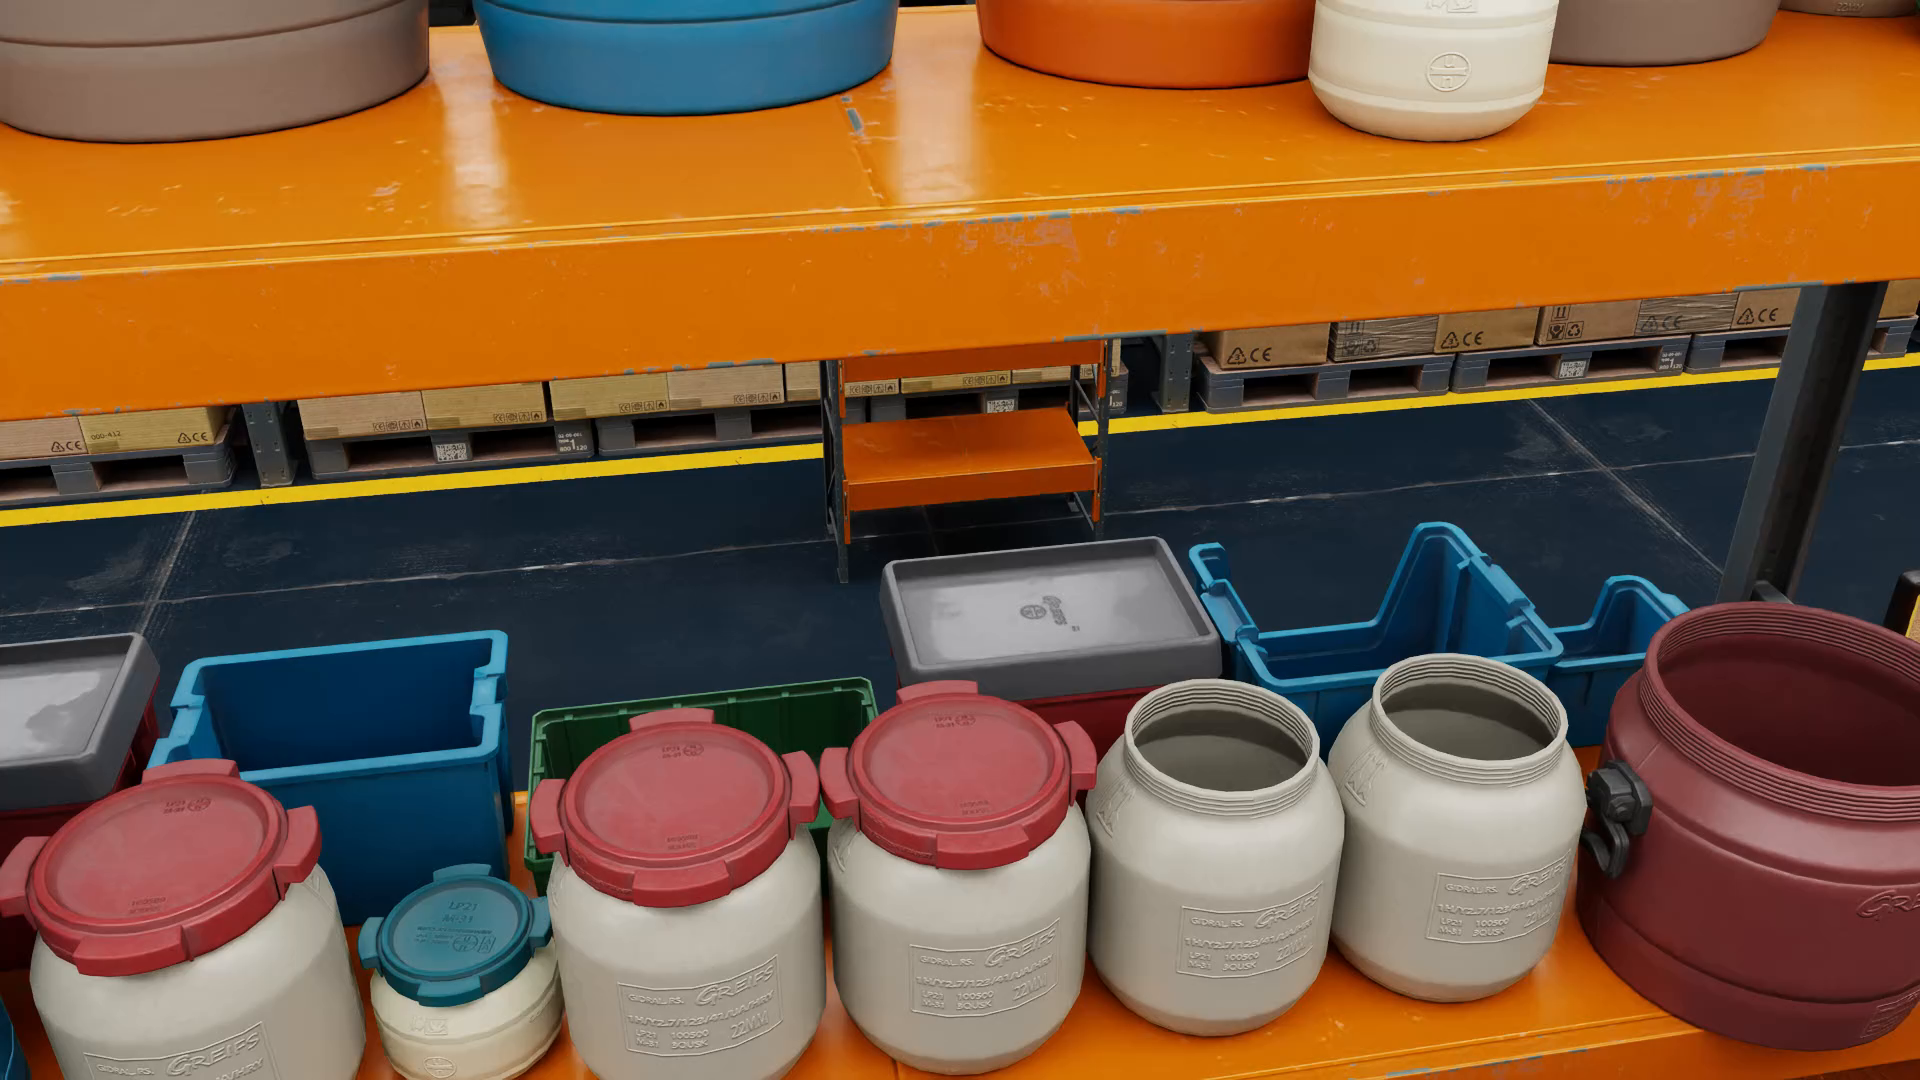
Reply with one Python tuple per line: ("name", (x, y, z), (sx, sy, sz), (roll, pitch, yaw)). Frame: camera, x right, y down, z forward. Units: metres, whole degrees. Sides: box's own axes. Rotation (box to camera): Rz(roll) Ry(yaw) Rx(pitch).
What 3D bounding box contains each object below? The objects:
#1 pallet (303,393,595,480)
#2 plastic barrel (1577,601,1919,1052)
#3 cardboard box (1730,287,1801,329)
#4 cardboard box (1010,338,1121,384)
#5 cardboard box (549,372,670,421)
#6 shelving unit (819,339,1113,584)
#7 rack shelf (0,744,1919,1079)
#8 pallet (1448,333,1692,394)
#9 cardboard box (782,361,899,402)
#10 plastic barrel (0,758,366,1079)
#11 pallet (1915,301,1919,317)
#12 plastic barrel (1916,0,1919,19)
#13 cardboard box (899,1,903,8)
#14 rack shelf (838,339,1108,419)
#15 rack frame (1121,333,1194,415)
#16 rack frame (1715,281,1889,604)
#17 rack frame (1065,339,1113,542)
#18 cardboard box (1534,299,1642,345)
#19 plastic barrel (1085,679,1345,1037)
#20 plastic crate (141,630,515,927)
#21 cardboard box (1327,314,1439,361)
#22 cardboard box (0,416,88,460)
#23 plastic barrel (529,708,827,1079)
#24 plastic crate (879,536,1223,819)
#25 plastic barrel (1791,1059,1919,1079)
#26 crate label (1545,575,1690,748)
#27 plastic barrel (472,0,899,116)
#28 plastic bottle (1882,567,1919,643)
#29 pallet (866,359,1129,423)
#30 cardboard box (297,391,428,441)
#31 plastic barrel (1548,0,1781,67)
("pallet", (-2.301, -0.650, 7.647), (1.213, 0.211, 1.003), (-5, 31, -9))
("plastic barrel", (1.403, 0.475, 2.849), (0.708, 0.536, 0.600), (-5, 31, -9))
("cardboard box", (3.929, -1.379, 8.167), (0.500, 0.500, 0.500), (-5, 31, -9))
("cardboard box", (0.442, -0.956, 7.715), (0.500, 0.250, 0.500), (-5, 31, -8))
("cardboard box", (-1.565, -0.769, 7.396), (0.500, 0.250, 0.500), (-6, 31, -10))
("shelving unit", (0.007, -0.486, 6.466), (1.048, 1.125, 0.538), (-5, 31, -9))
("rack shelf", (-0.163, 0.833, 3.085), (4.000, 0.370, 1.077), (-5, 31, -9))
("pallet", (2.855, -1.087, 8.391), (1.213, 0.211, 1.003), (-5, 31, -9))
("cardboard box", (-0.559, -0.863, 7.557), (0.500, 0.250, 0.500), (-5, 31, -8))
("plastic barrel", (-1.149, 0.668, 2.520), (0.433, 0.535, 0.433), (0, 30, 0))
("pallet", (5.526, -1.355, 8.847), (1.213, 0.211, 1.003), (-5, 31, -9))
("plastic barrel", (1.571, -0.838, 2.410), (0.294, 0.245, 0.294), (0, 30, 0))
("cardboard box", (-0.679, -3.620, 11.979), (0.500, 0.500, 0.700), (-5, 31, -8))
("rack shelf", (0.007, -0.738, 6.318), (1.000, 0.278, 0.538), (-5, 31, -9))
("rack frame", (0.916, -2.130, 7.413), (0.127, 3.000, 1.000), (-5, 31, -9))
("rack frame", (1.805, 0.340, 3.213), (0.127, 3.000, 1.000), (-5, 31, -9))
("rack frame", (0.507, -0.532, 6.545), (0.032, 1.125, 0.500), (-5, 31, -9))
("cardboard box", (2.936, -1.285, 8.009), (0.500, 0.500, 0.500), (-6, 31, -11))
("plastic barrel", (0.417, 0.530, 2.778), (0.421, 0.512, 0.421), (0, 30, 0))
("plastic crate", (-1.101, 0.456, 3.031), (0.575, 0.384, 0.392), (-5, 31, -9))
("cardboard box", (1.929, -1.192, 7.850), (0.500, 0.500, 0.500), (-6, 31, -11))
("cardboard box", (-3.929, -0.569, 7.056), (0.500, 0.250, 0.500), (-5, 31, -9))
("plastic barrel", (-0.428, 0.601, 2.634), (0.433, 0.535, 0.433), (0, 30, 0))
("plastic crate", (0.160, 0.307, 3.205), (0.583, 0.464, 0.402), (-5, 31, -9))
("plastic barrel", (2.283, 1.041, 3.747), (0.708, 0.830, 0.600), (-5, 31, -9))
("crate label", (1.323, 0.264, 3.508), (0.416, 0.233, 0.303), (-5, 31, -9))
("plastic barrel", (-0.382, -1.078, 2.170), (0.708, 0.901, 0.600), (-5, 31, -9))
("plastic bottle", (2.126, 0.140, 3.667), (0.133, 0.283, 0.061), (-5, 31, -9))
("pallet", (0.099, -0.872, 8.025), (1.213, 0.211, 1.003), (-5, 31, -9))
("cardboard box", (-2.577, -0.674, 7.235), (0.500, 0.250, 0.500), (-6, 31, -10))
("plastic barrel", (0.958, -1.203, 2.382), (0.600, 0.901, 0.600), (0, 30, 0))
